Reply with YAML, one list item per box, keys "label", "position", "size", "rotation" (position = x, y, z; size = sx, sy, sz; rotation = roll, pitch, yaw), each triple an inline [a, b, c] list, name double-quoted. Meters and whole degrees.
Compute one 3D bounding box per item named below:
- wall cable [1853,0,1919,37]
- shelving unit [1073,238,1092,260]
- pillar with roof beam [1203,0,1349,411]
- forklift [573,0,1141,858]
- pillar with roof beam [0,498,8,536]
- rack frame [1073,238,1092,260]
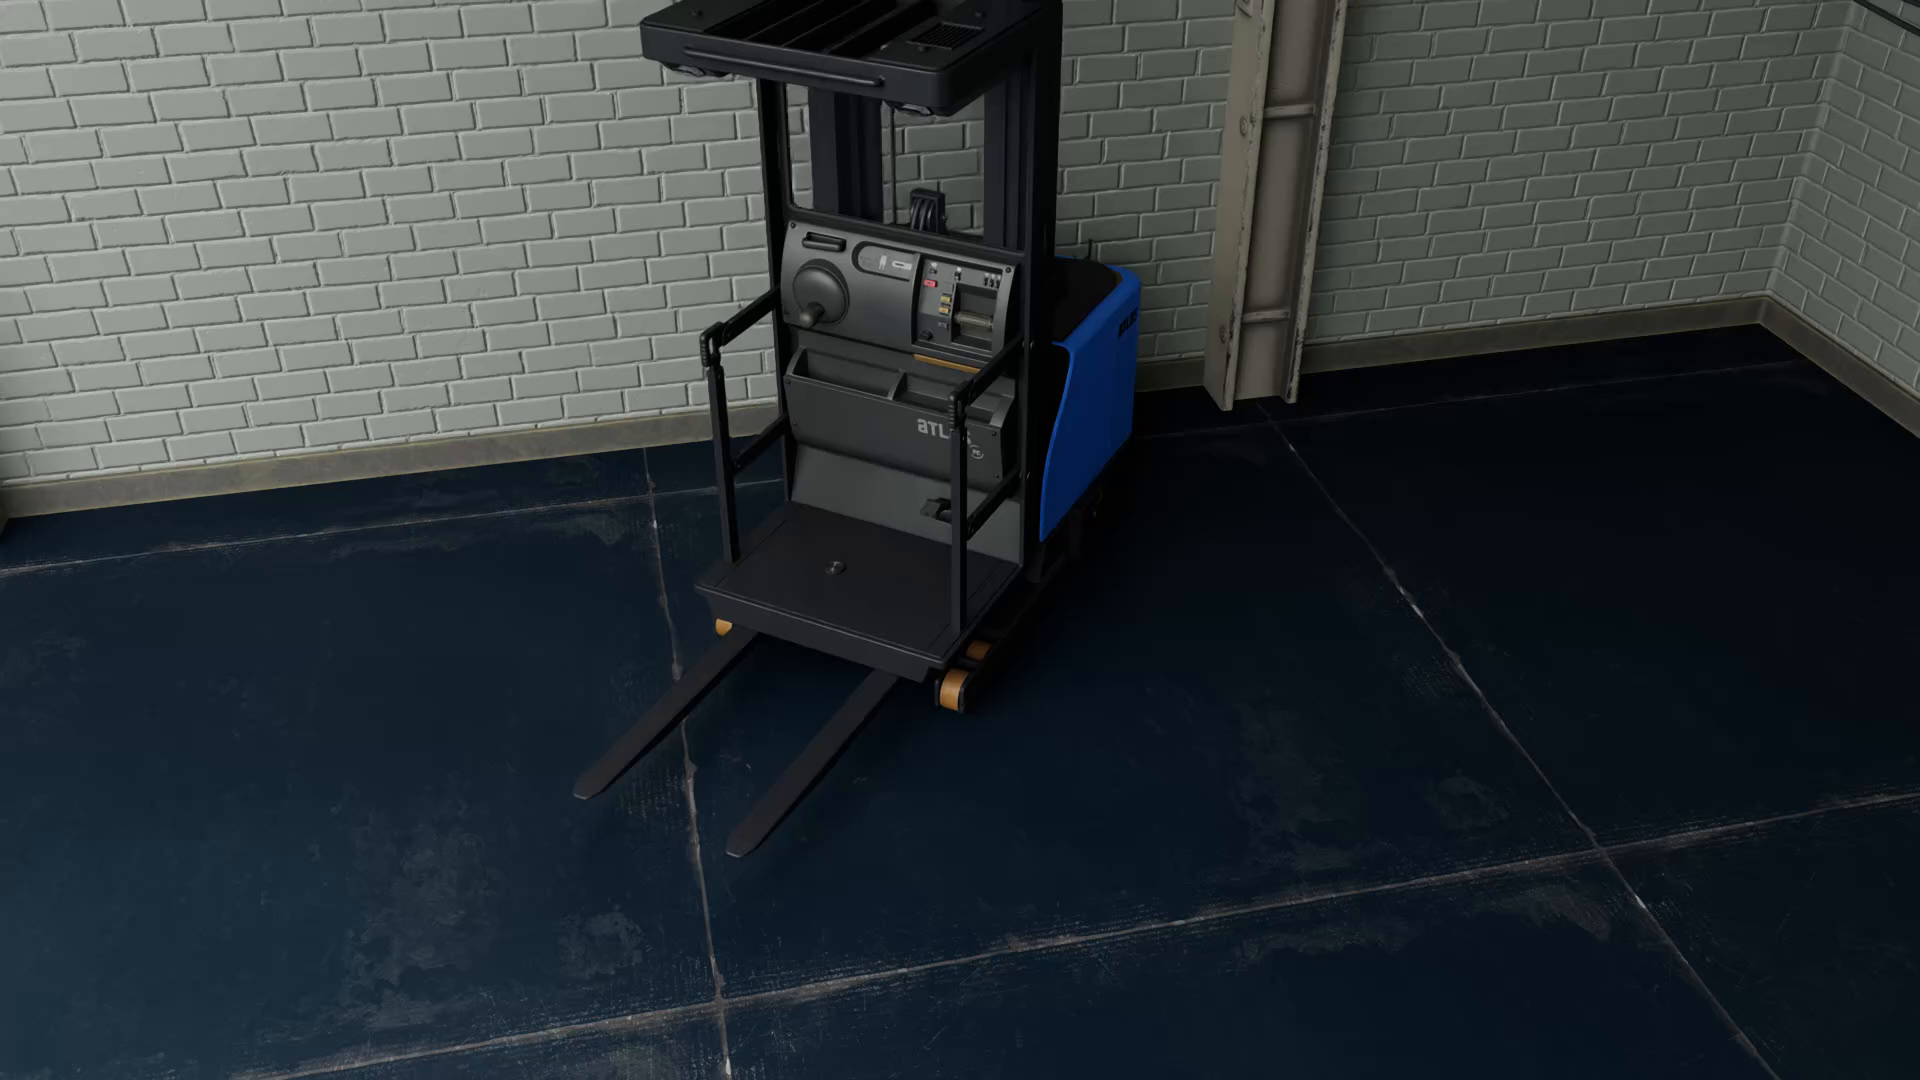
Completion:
- label: "wall cable"
  position: [4.617, -2.836, 6.187]
  size: [0.112, 2.526, 3.097]
  rotation: [-7, 35, -11]
- label: "shelving unit"
  position: [0.427, -0.878, 7.616]
  size: [0.252, 1.050, 0.215]
  rotation: [15, 37, 21]
- label: "pillar with roof beam"
  position: [2.402, -2.142, 2.366]
  size: [0.400, 9.000, 9.100]
  rotation: [-7, 35, -11]
- label: "forklift"
  position: [-0.328, -0.851, 5.887]
  size: [1.130, 2.935, 3.031]
  rotation: [16, 37, 22]
- label: "pillar with roof beam"
  position: [-3.451, -1.404, 1.267]
  size: [0.400, 9.000, 9.100]
  rotation: [-7, 35, -11]
- label: "rack frame"
  position: [0.537, -0.849, 7.572]
  size: [0.008, 1.050, 0.200]
  rotation: [15, 37, 21]
